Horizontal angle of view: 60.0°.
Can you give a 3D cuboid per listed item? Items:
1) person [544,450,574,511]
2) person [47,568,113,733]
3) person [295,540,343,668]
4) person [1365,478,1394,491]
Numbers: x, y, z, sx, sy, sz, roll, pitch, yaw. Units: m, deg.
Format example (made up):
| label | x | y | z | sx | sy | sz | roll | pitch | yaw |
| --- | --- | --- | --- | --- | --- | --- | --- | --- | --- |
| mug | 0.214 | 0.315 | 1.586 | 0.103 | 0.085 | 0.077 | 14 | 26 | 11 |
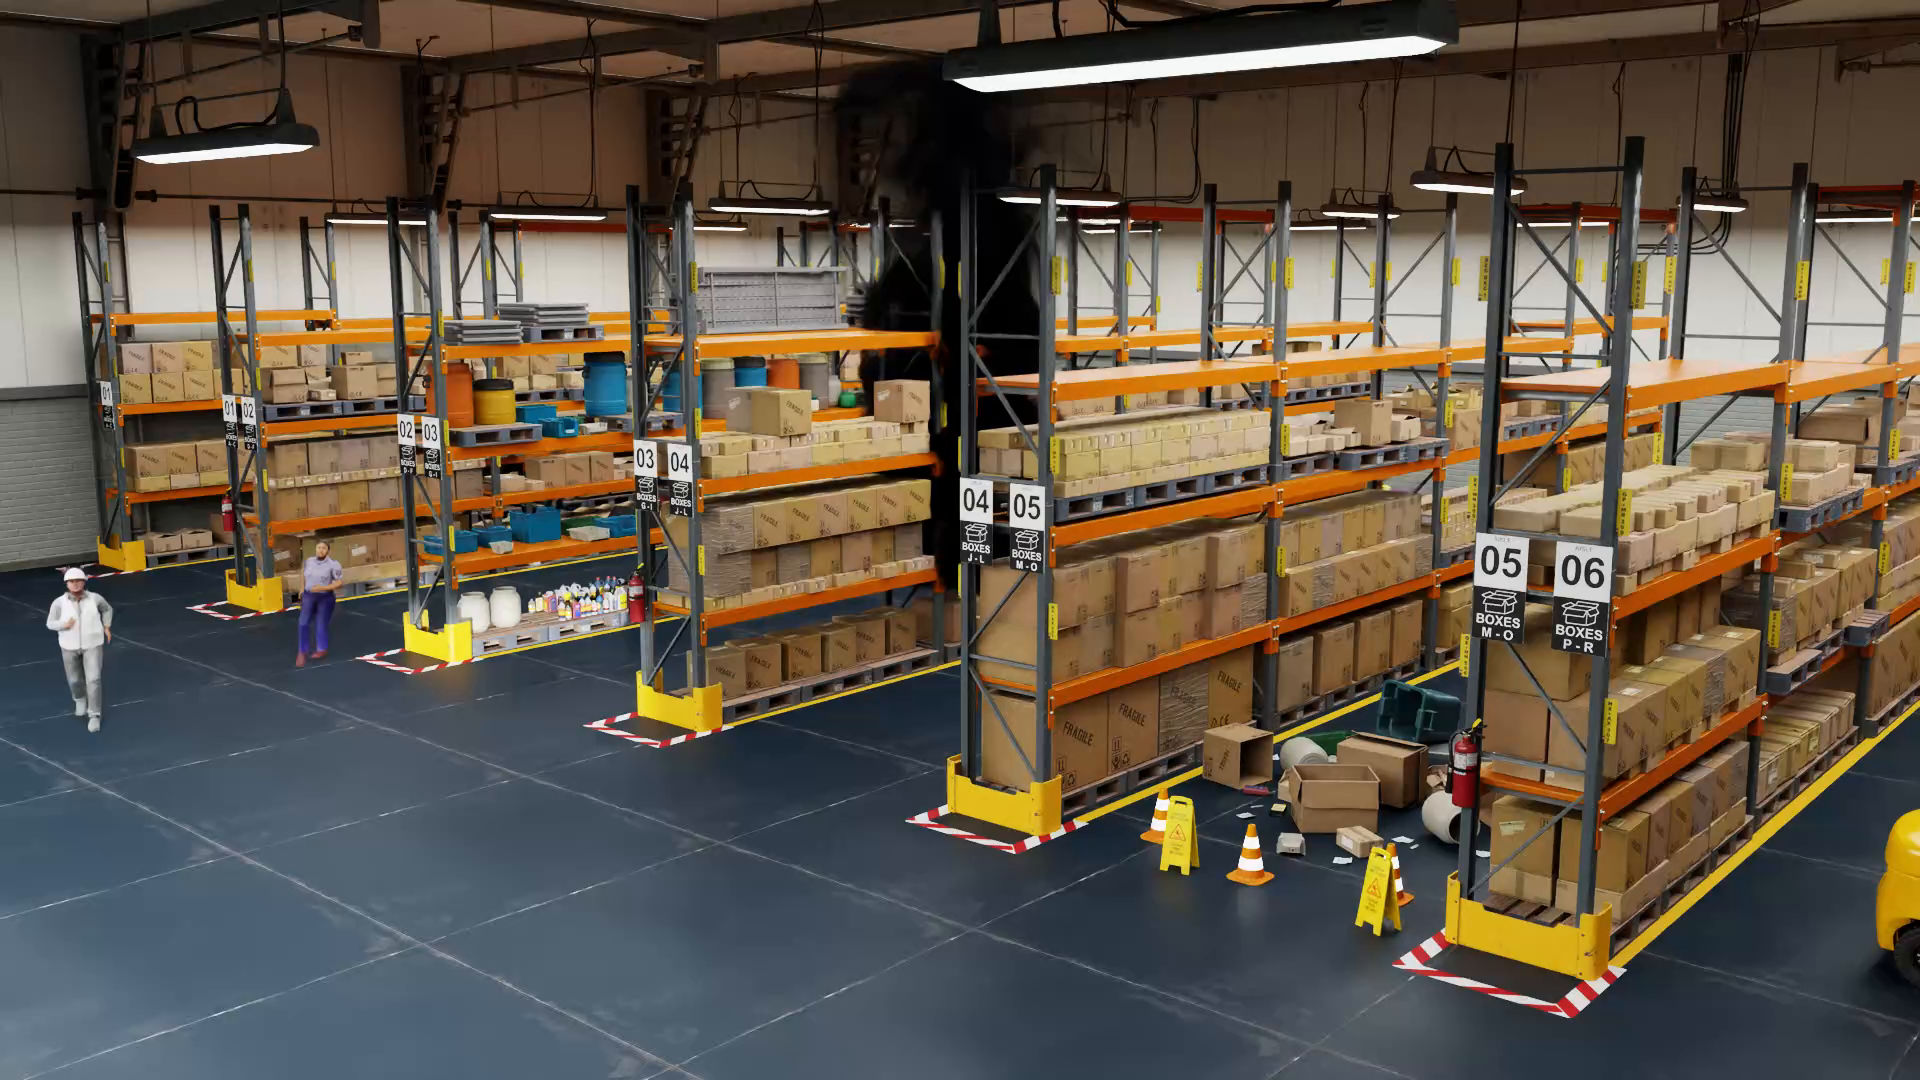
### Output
| label | x | y | z | sx | sy | sz | roll | pitch | yaw |
| --- | --- | --- | --- | --- | --- | --- | --- | --- | --- |
| person | -7.857 | -0.985 | 32.292 | 0.543 | 1.575 | 0.878 | 7 | 12 | 35 |
| person | -9.839 | 1.190 | 18.633 | 0.650 | 1.772 | 0.952 | -4 | 10 | -24 |
| person | -8.285 | 0.798 | 21.564 | 0.613 | 1.624 | 0.687 | -1 | 9 | -3 |
| person | 6.982 | -0.350 | 28.020 | 0.688 | 1.725 | 0.645 | 8 | 12 | 39 |
